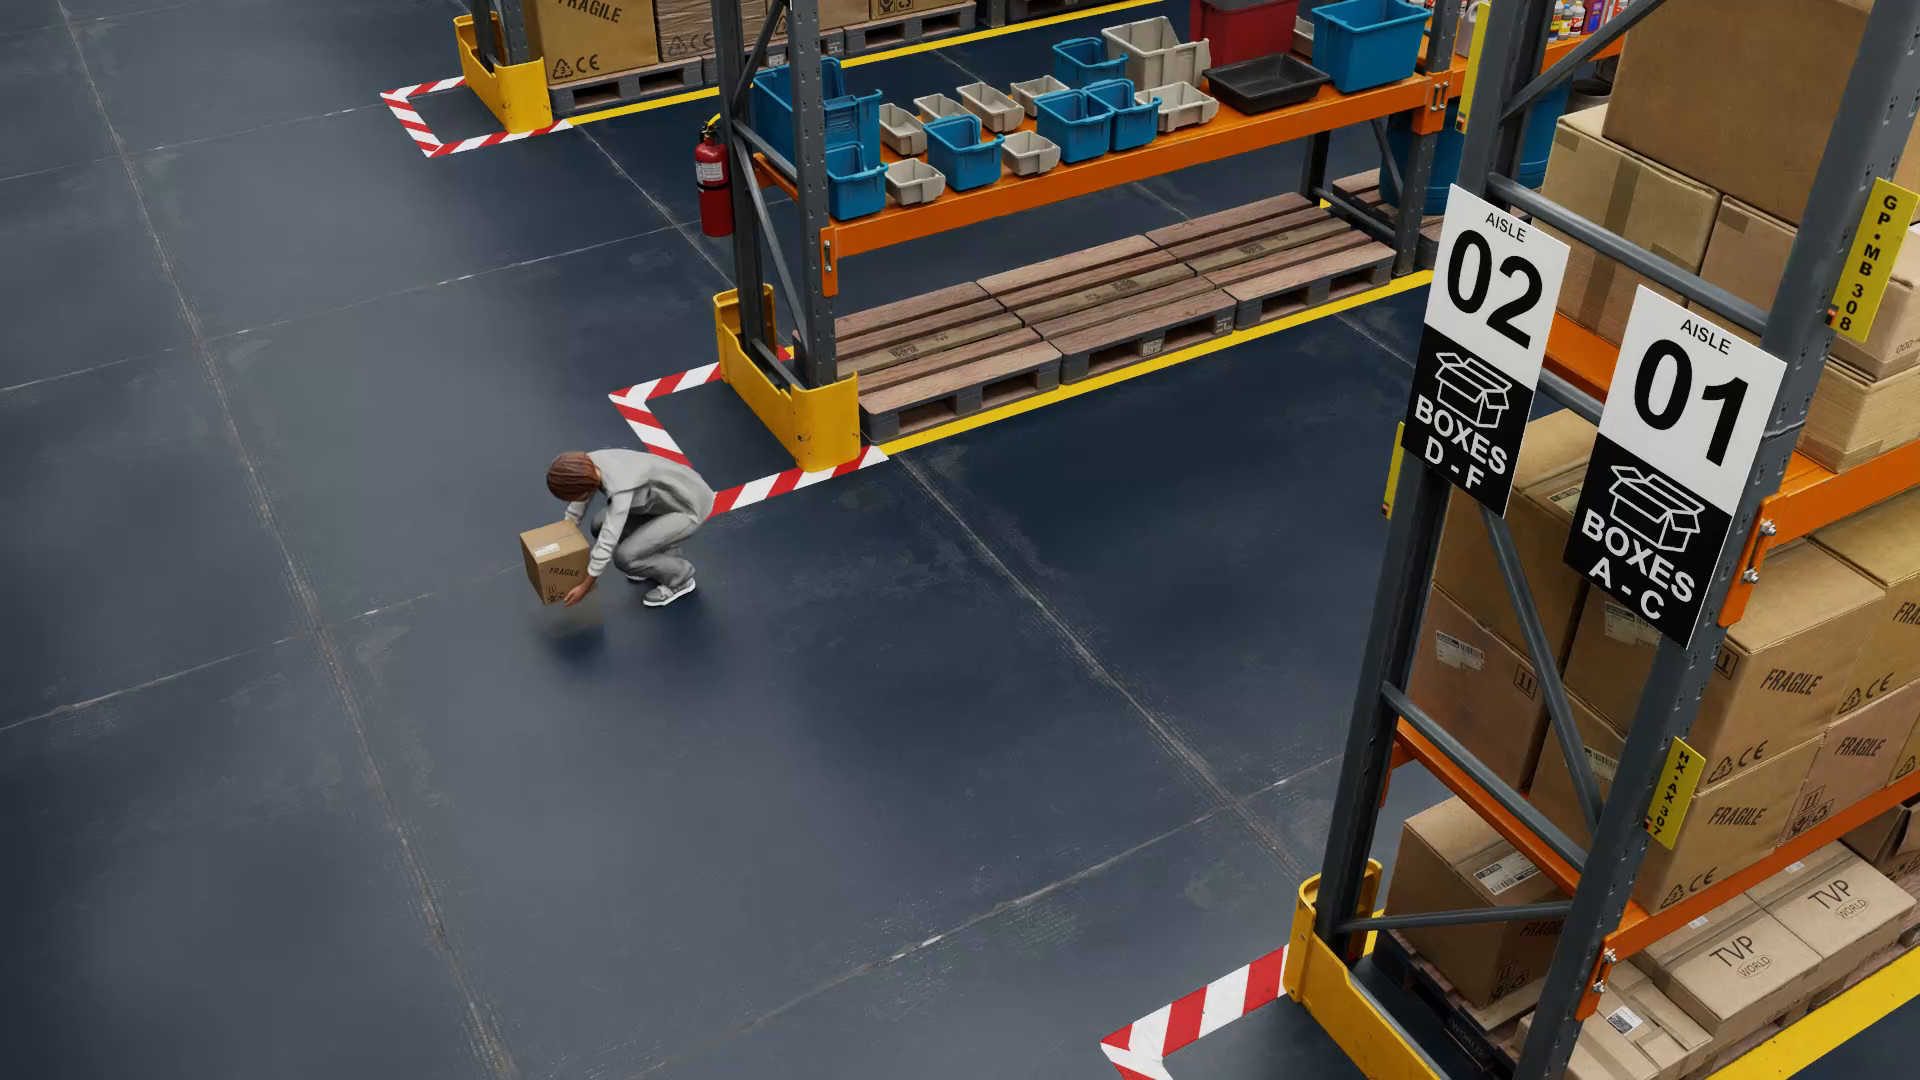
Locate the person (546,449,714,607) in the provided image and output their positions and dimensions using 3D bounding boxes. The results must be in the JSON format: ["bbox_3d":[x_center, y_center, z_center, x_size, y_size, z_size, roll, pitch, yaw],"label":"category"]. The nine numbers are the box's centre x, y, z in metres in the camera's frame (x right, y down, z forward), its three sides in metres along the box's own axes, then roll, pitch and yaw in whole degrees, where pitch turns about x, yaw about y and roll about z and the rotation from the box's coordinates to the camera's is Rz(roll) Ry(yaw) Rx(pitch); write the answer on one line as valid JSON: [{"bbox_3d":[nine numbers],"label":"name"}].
[{"bbox_3d":[-1.517,-0.096,7.649,0.812,0.886,0.448,-19,41,-24],"label":"person"}]
